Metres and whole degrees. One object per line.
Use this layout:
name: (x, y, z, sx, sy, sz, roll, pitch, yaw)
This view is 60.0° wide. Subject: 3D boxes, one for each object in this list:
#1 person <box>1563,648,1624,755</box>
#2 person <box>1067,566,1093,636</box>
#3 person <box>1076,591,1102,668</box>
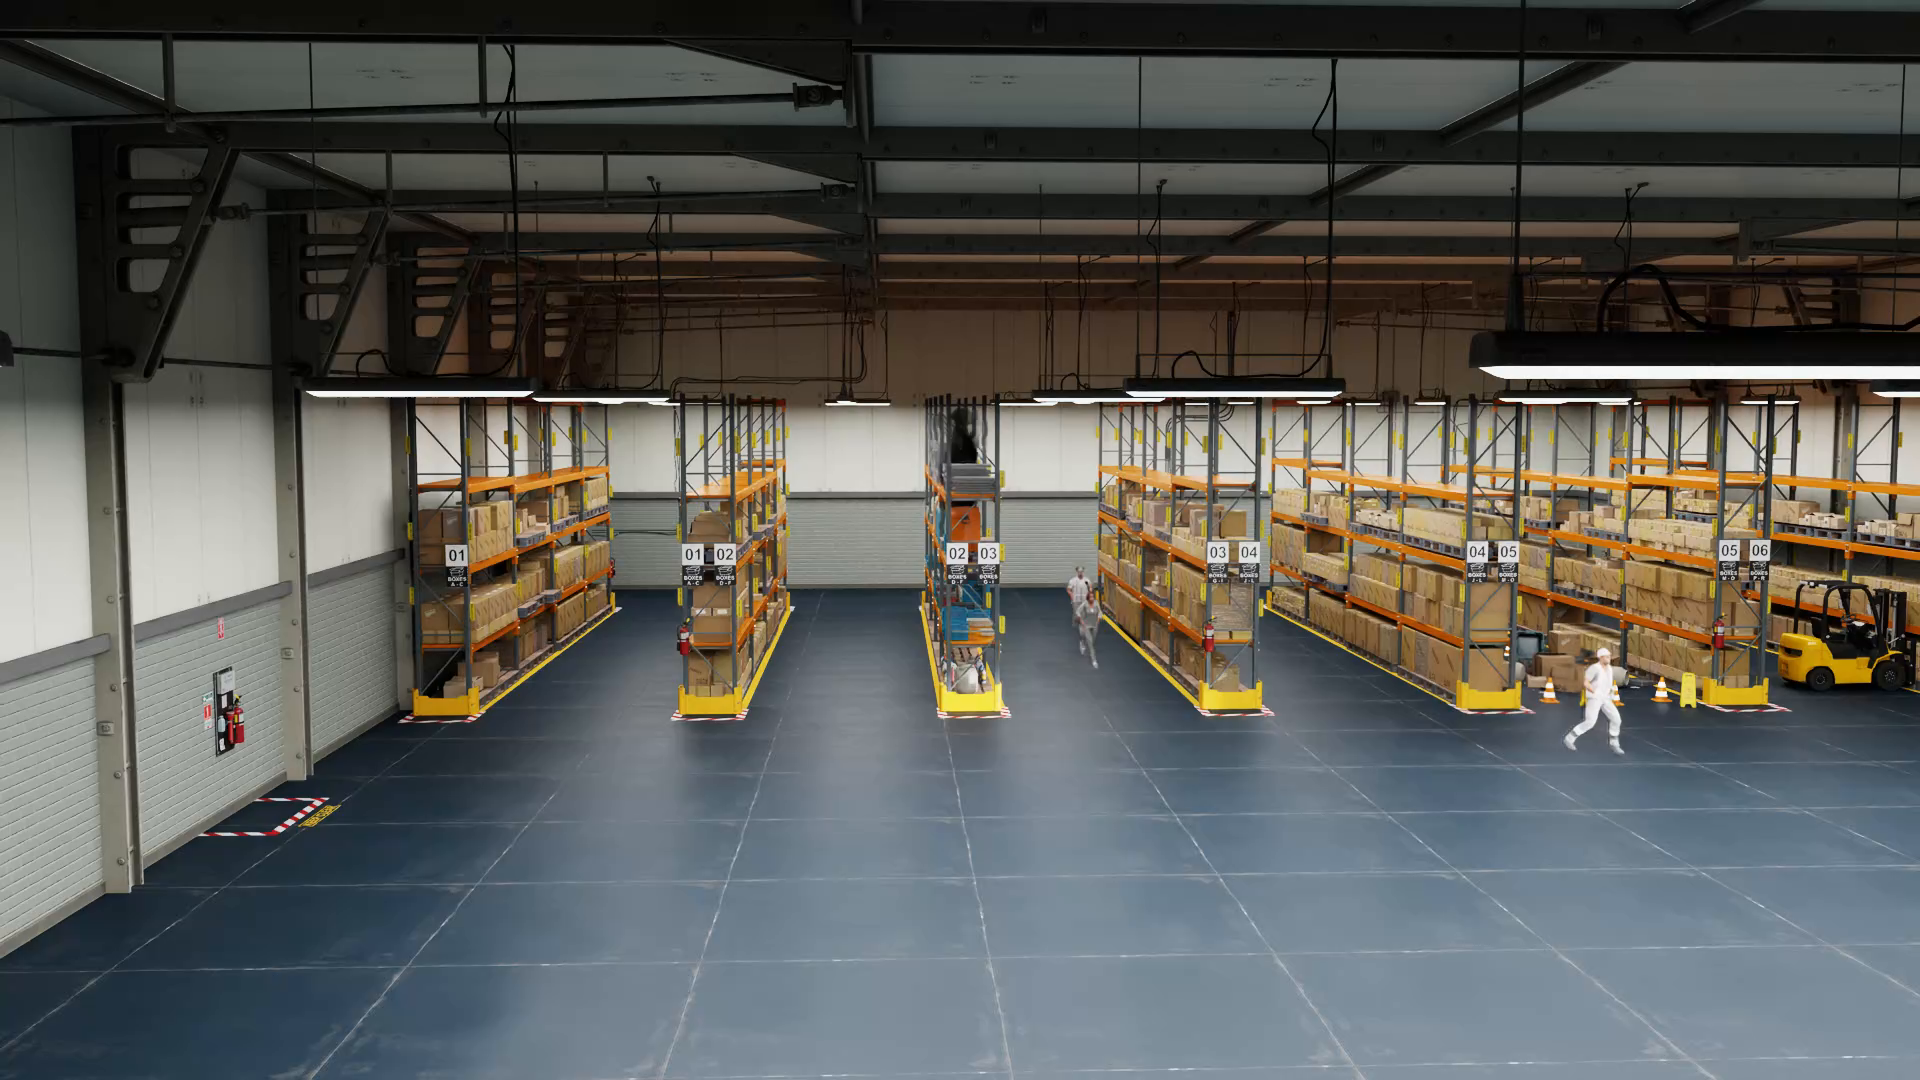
person: (10.593, 2.676, 27.621, 0.898, 1.774, 0.739, -3, 6, -36)
person: (3.050, 1.536, 42.181, 0.674, 1.768, 0.733, 0, 5, -5)
person: (2.731, 1.870, 35.371, 0.536, 1.605, 0.937, -1, 5, -17)
